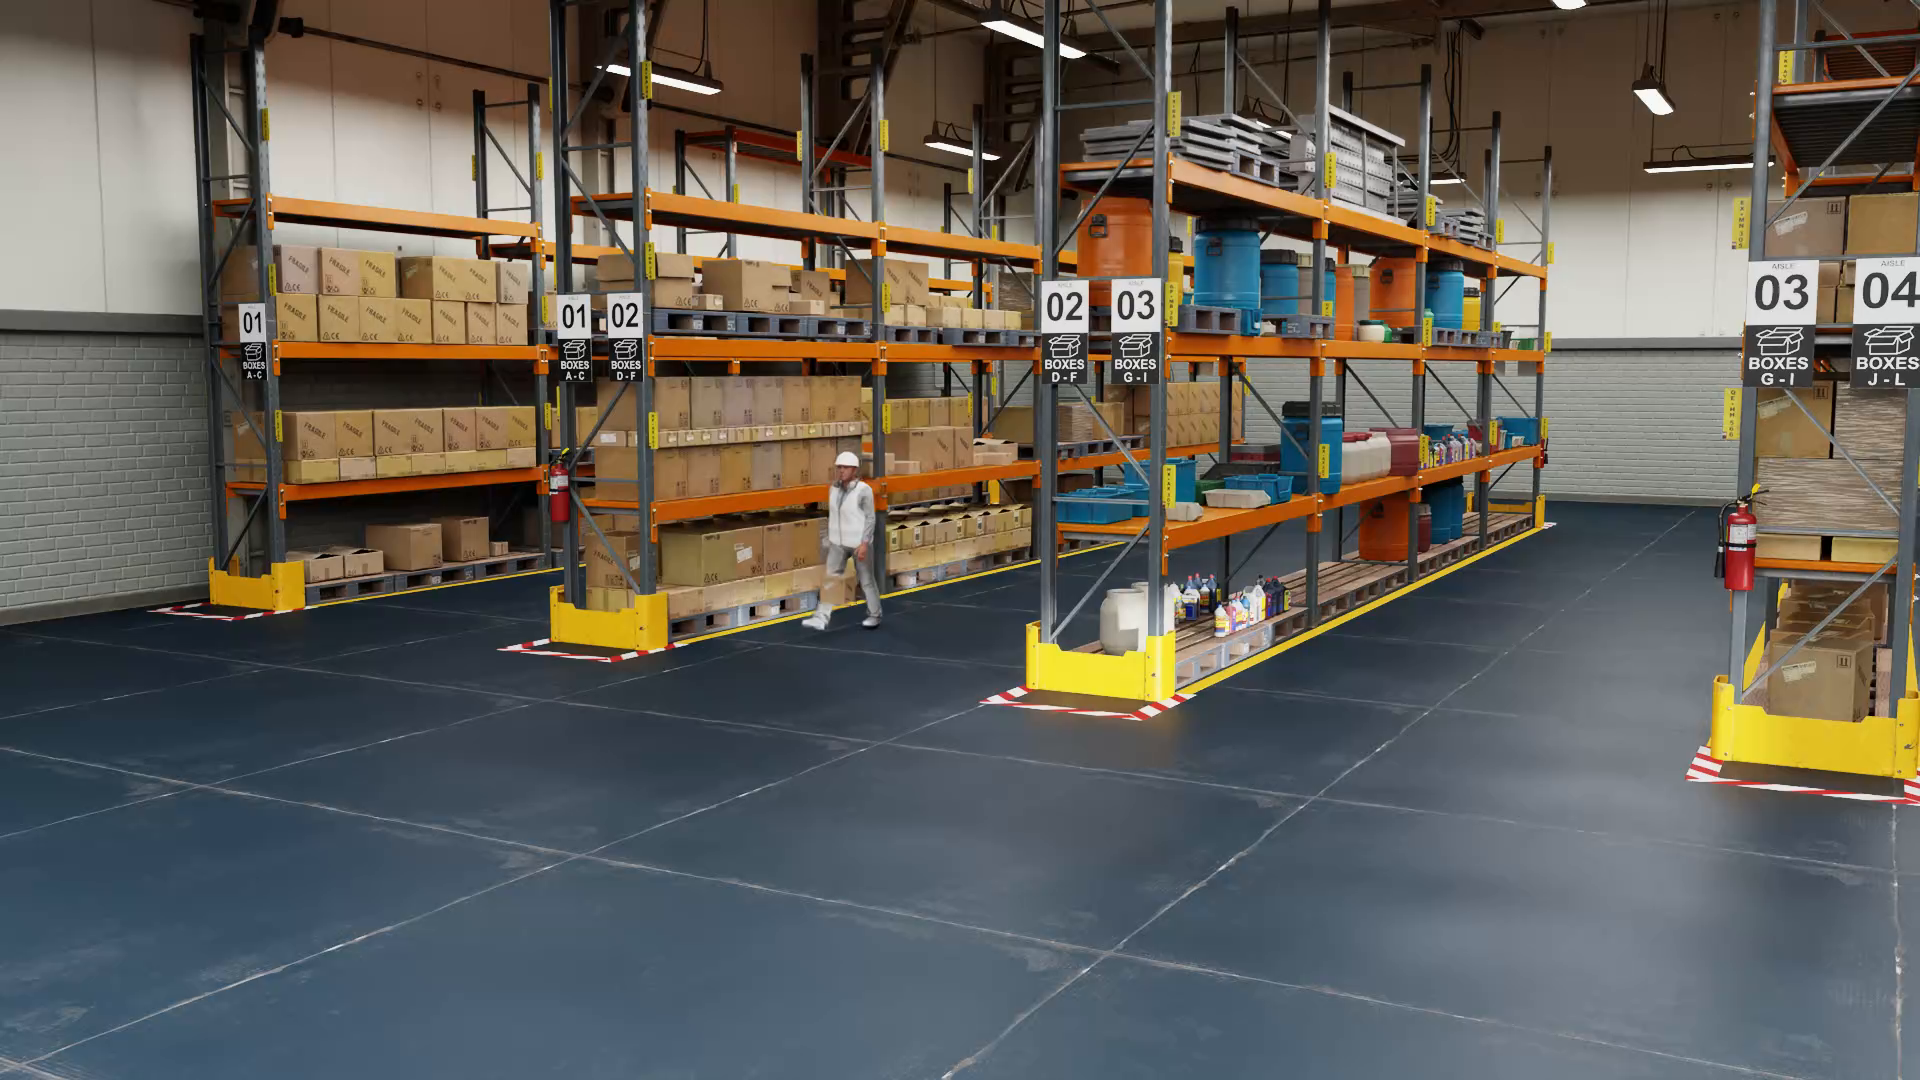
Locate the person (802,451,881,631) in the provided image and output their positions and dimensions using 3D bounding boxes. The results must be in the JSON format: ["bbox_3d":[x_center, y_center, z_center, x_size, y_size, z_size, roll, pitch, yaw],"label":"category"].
[{"bbox_3d":[-1.096,0.012,15.899,0.448,1.714,1.015,3,7,28],"label":"person"}]
